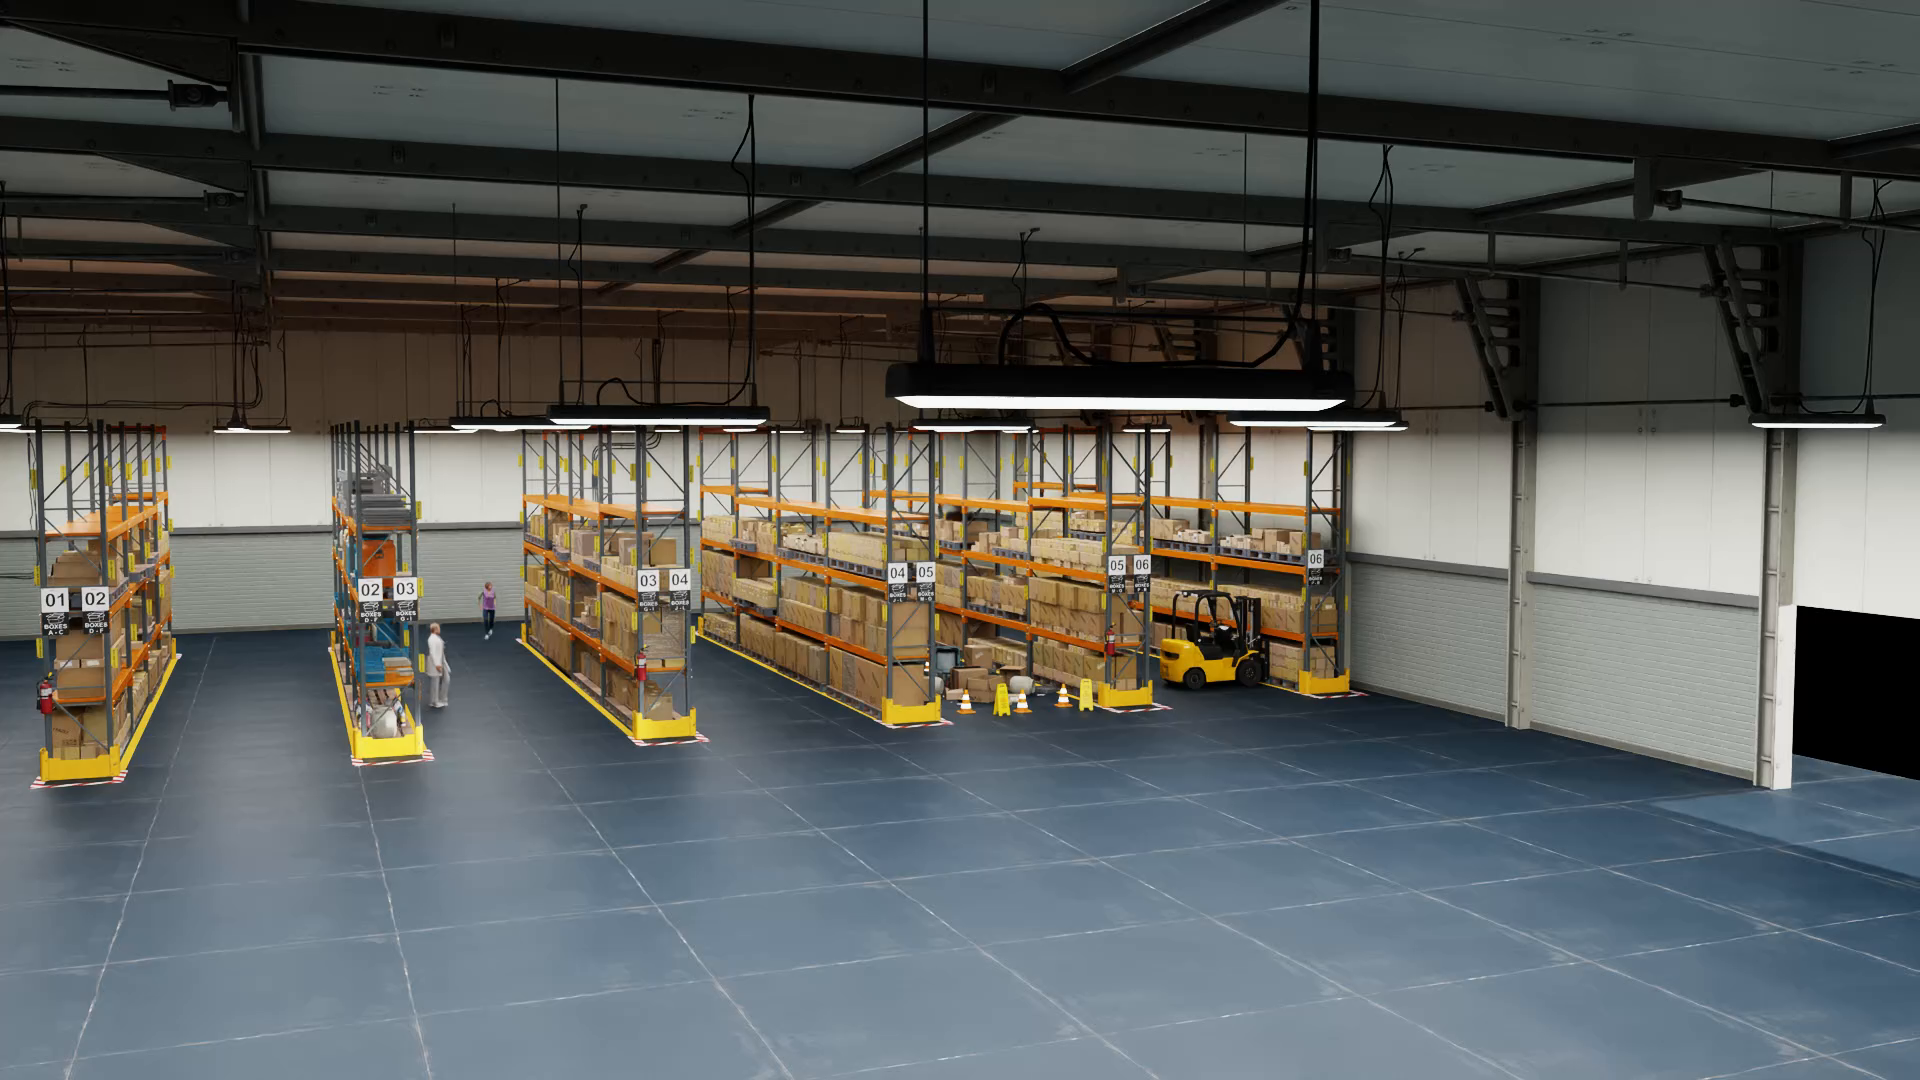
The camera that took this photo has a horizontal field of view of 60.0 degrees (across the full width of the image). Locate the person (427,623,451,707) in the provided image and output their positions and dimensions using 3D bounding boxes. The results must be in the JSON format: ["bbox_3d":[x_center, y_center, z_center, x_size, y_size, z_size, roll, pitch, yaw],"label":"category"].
[{"bbox_3d":[-11.061,2.680,35.196,0.491,1.857,0.591,1,4,18],"label":"person"}]

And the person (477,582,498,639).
[{"bbox_3d":[-13.428,1.987,47.266,0.572,1.603,0.806,-1,4,-18],"label":"person"}]
